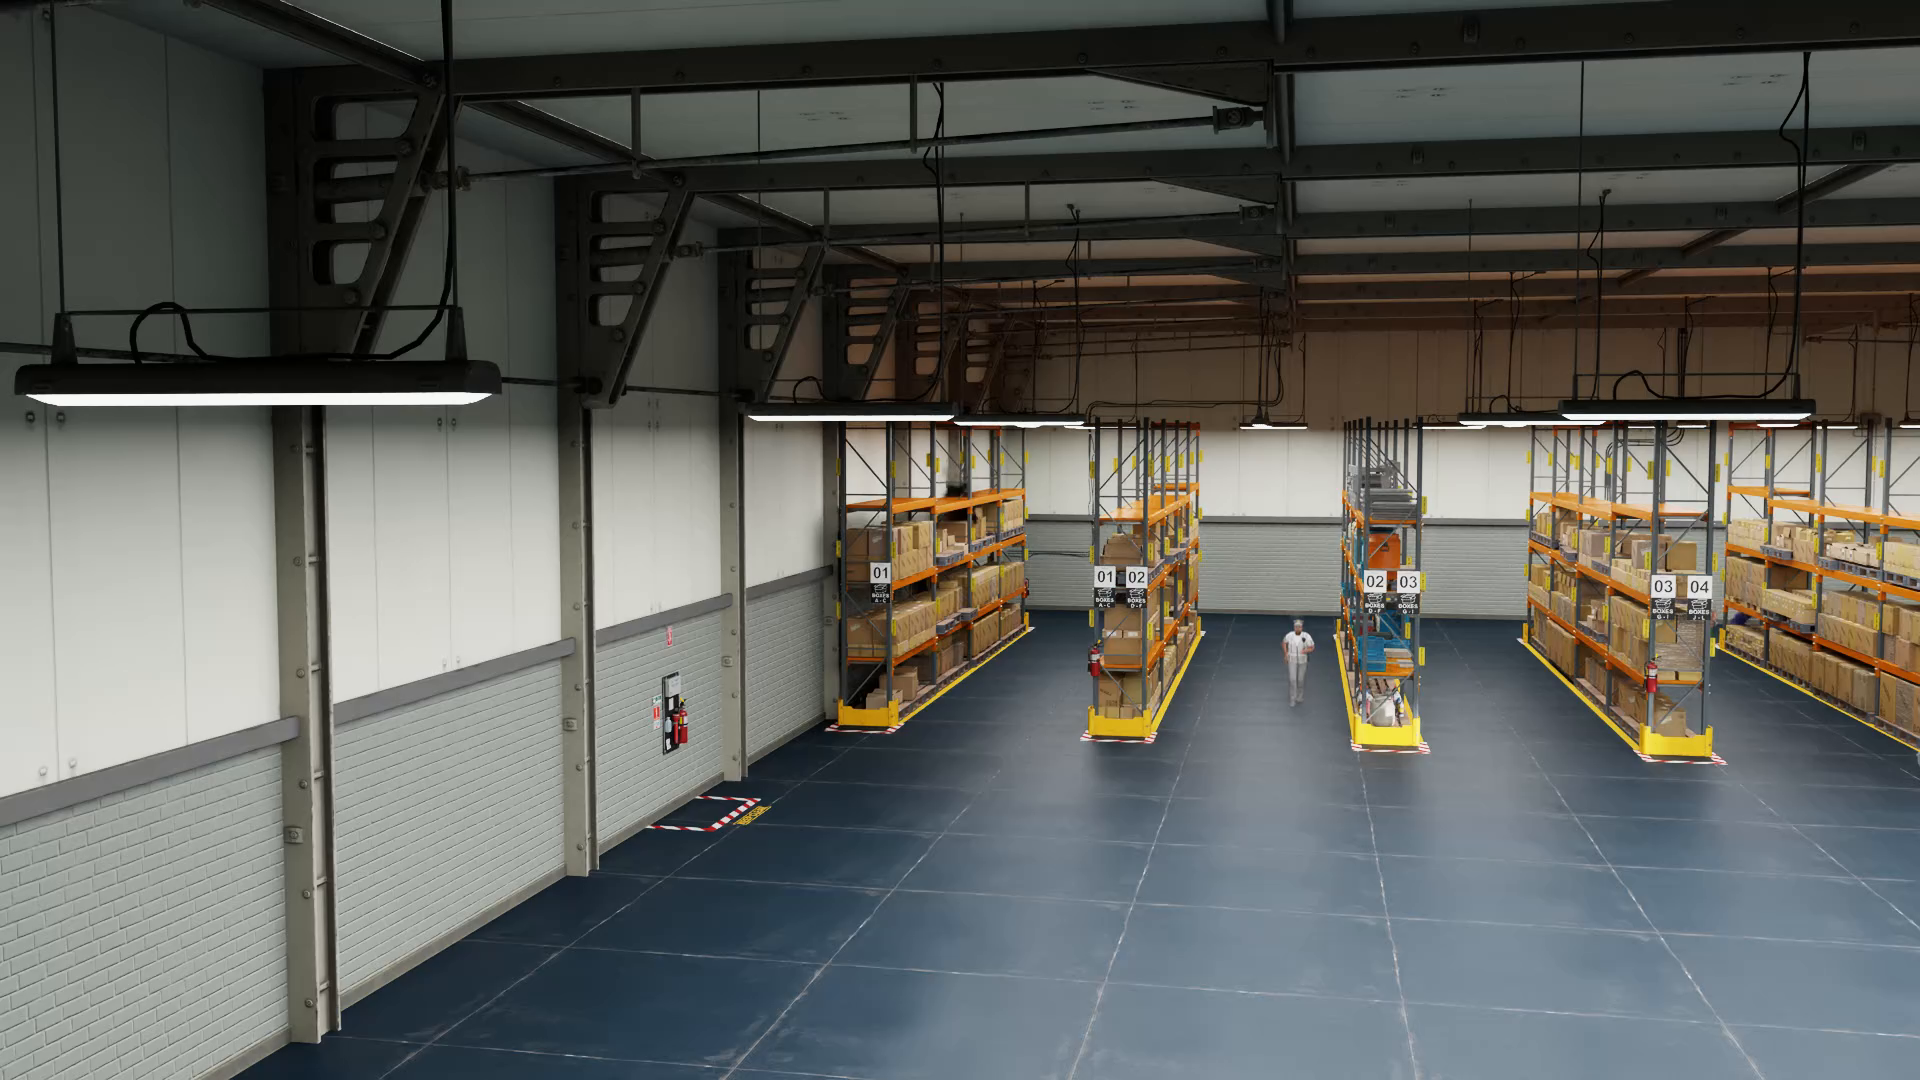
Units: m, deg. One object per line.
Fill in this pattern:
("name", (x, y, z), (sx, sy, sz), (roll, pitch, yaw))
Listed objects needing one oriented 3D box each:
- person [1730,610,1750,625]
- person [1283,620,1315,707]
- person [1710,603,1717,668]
("person", (21.241, 2.004, 45.191), (0.502, 1.594, 0.601), (1, 4, 14))
("person", (7.117, 2.573, 34.935), (0.650, 1.826, 0.820), (1, 4, 11))
("person", (18.206, 2.168, 40.655), (0.639, 1.819, 0.828), (1, 4, 12))
